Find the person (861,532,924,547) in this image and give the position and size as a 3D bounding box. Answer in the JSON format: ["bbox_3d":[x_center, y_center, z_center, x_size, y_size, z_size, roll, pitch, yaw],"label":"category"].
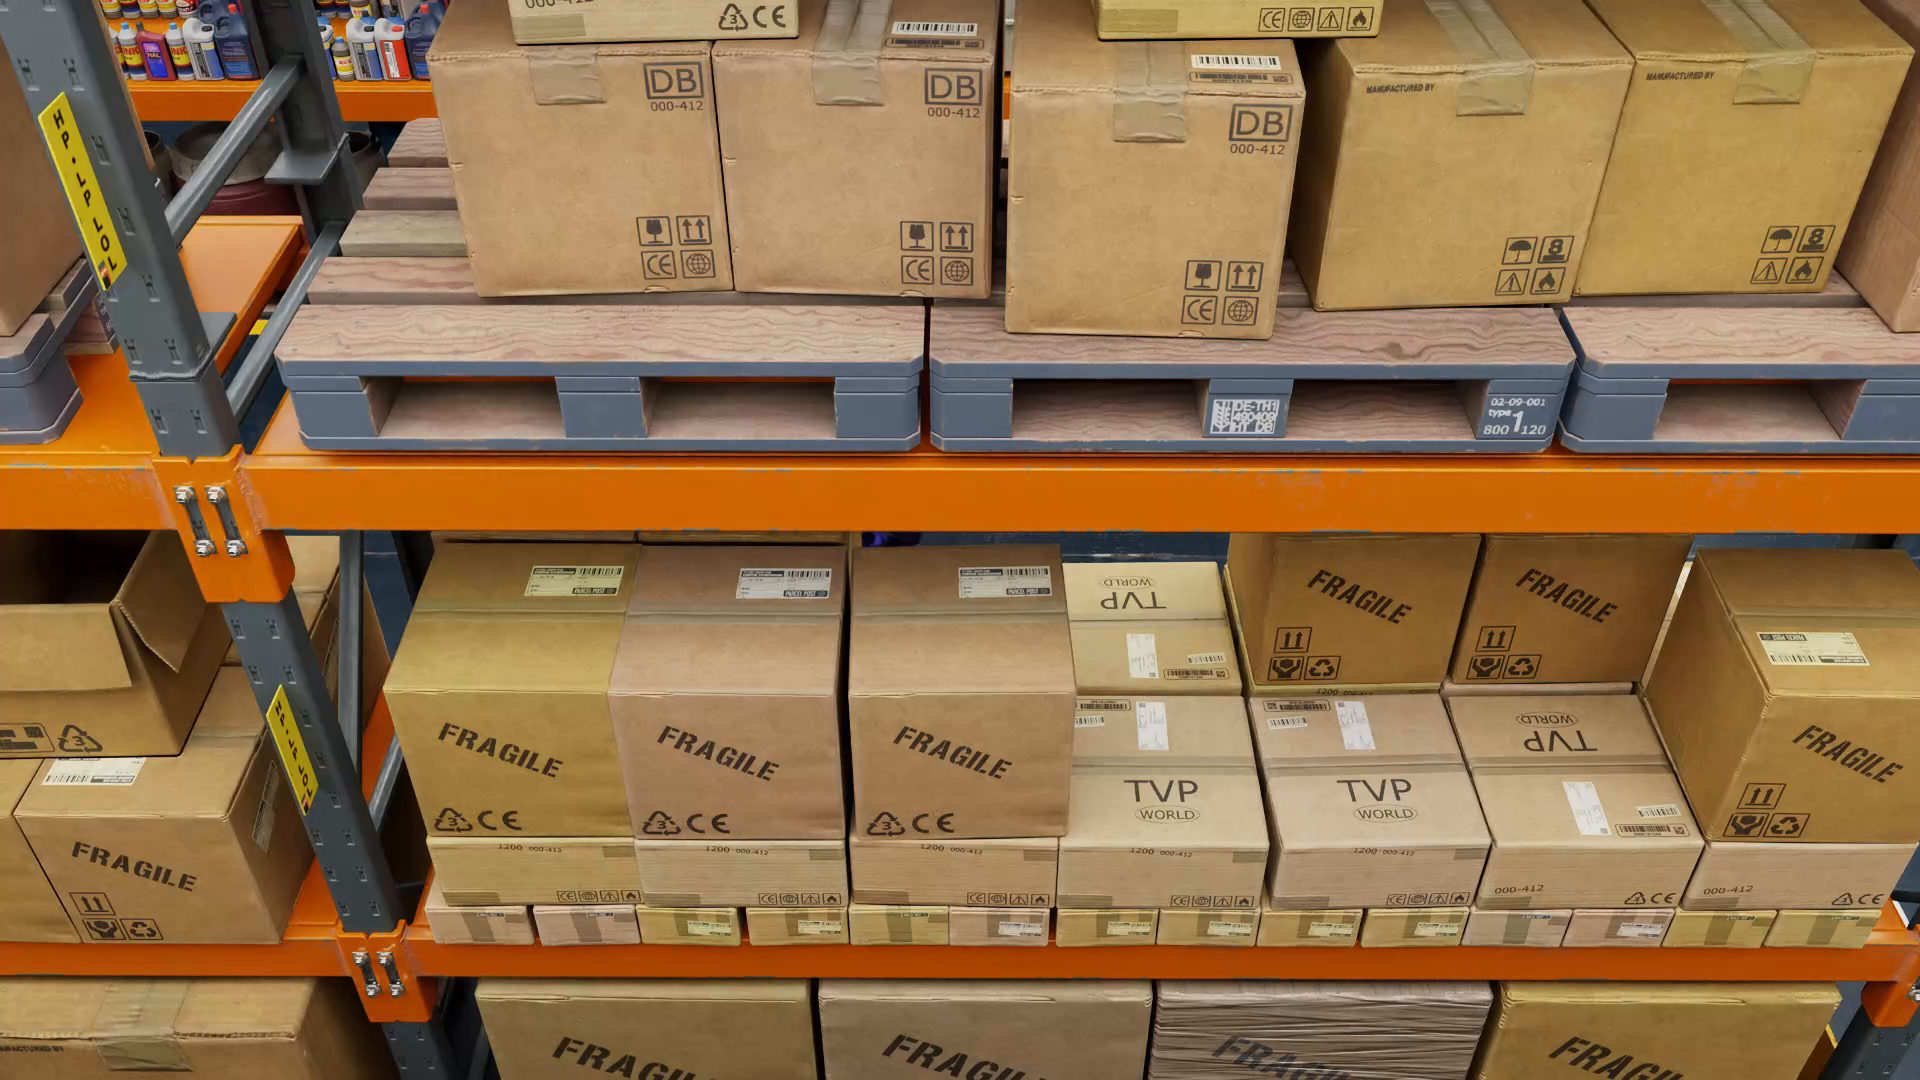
[{"bbox_3d":[-0.319,0.190,5.940,0.518,1.650,0.451,1,40,1],"label":"person"}]
